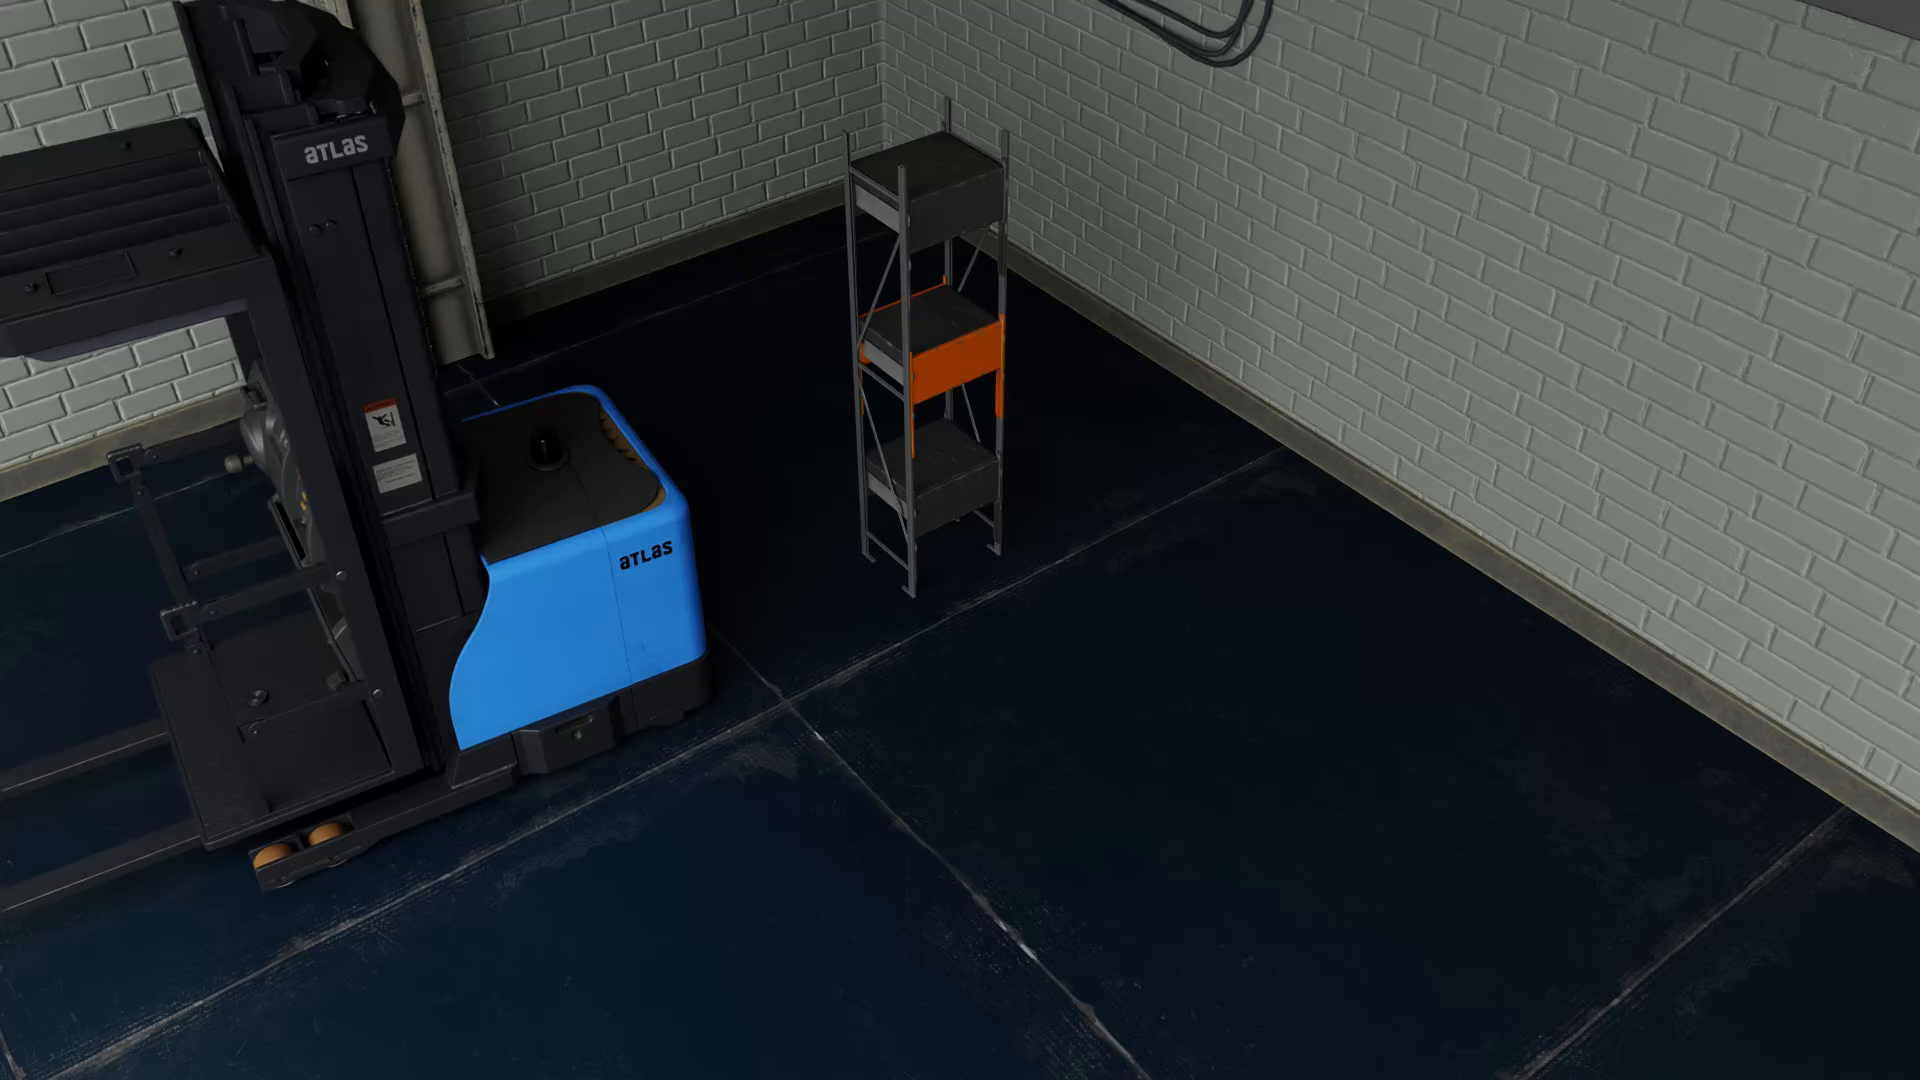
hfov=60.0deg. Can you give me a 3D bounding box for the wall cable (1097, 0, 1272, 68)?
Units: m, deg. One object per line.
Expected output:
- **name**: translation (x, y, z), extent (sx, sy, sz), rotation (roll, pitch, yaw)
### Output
- **wall cable**: translation (0.394, -3.744, 7.667), extent (0.112, 2.526, 3.097), rotation (-26, 46, -28)

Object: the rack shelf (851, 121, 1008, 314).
- **rack shelf**: translation (-0.131, -1.278, 6.571), extent (0.480, 0.518, 0.431), rotation (-26, 46, -28)

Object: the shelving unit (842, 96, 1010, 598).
- **shelving unit**: translation (-0.131, -0.748, 7.006), extent (0.503, 2.100, 0.431), rotation (-26, 46, -28)

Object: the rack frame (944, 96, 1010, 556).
- **rack frame**: translation (0.062, -0.842, 7.121), extent (0.015, 2.100, 0.400), rotation (-26, 46, -28)

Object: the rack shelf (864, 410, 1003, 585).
- **rack shelf**: translation (-0.131, -0.196, 7.459), extent (0.480, 0.518, 0.431), rotation (-26, 46, -28)

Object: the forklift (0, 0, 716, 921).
- **forklift**: translation (-2.539, -0.227, 5.715), extent (3.031, 2.935, 1.130), rotation (-21, 44, -23)

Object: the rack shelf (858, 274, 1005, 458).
- **rack shelf**: translation (-0.131, -0.737, 7.015), extent (0.480, 0.518, 0.431), rotation (-26, 46, -28)

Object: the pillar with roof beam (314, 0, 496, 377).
- **pillar with roof beam**: translation (-0.124, -2.306, 3.466), extent (0.400, 9.000, 9.100), rotation (-26, 46, -28)

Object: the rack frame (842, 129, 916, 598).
- **rack frame**: translation (-0.325, -0.654, 6.891), extent (0.015, 2.100, 0.400), rotation (-26, 46, -28)
